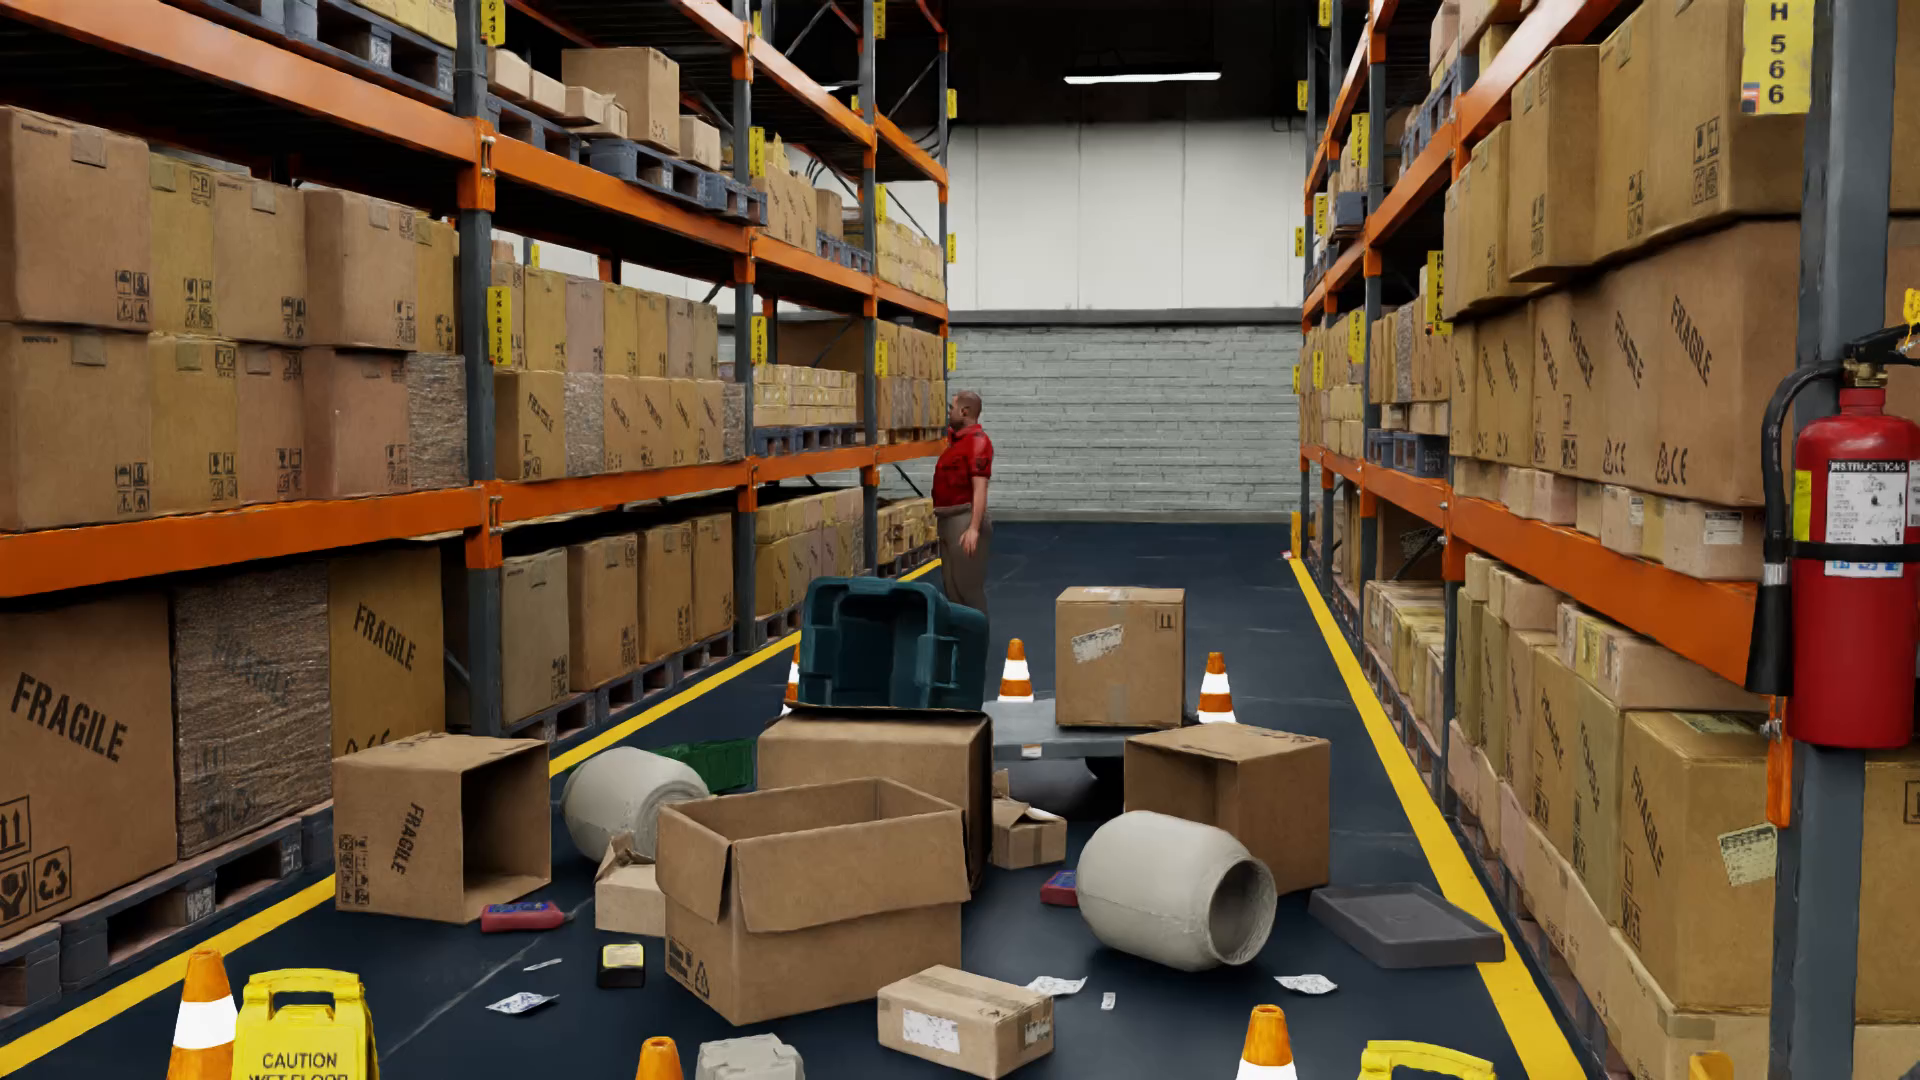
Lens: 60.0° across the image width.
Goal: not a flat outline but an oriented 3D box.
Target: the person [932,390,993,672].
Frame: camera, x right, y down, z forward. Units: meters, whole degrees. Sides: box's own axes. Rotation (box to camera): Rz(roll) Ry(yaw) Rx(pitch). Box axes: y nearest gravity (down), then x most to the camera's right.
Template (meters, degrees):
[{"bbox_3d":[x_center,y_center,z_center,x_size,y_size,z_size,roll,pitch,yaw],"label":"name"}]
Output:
[{"bbox_3d":[0.020,-0.052,10.220,0.360,1.730,0.696,-1,5,-18],"label":"person"}]
